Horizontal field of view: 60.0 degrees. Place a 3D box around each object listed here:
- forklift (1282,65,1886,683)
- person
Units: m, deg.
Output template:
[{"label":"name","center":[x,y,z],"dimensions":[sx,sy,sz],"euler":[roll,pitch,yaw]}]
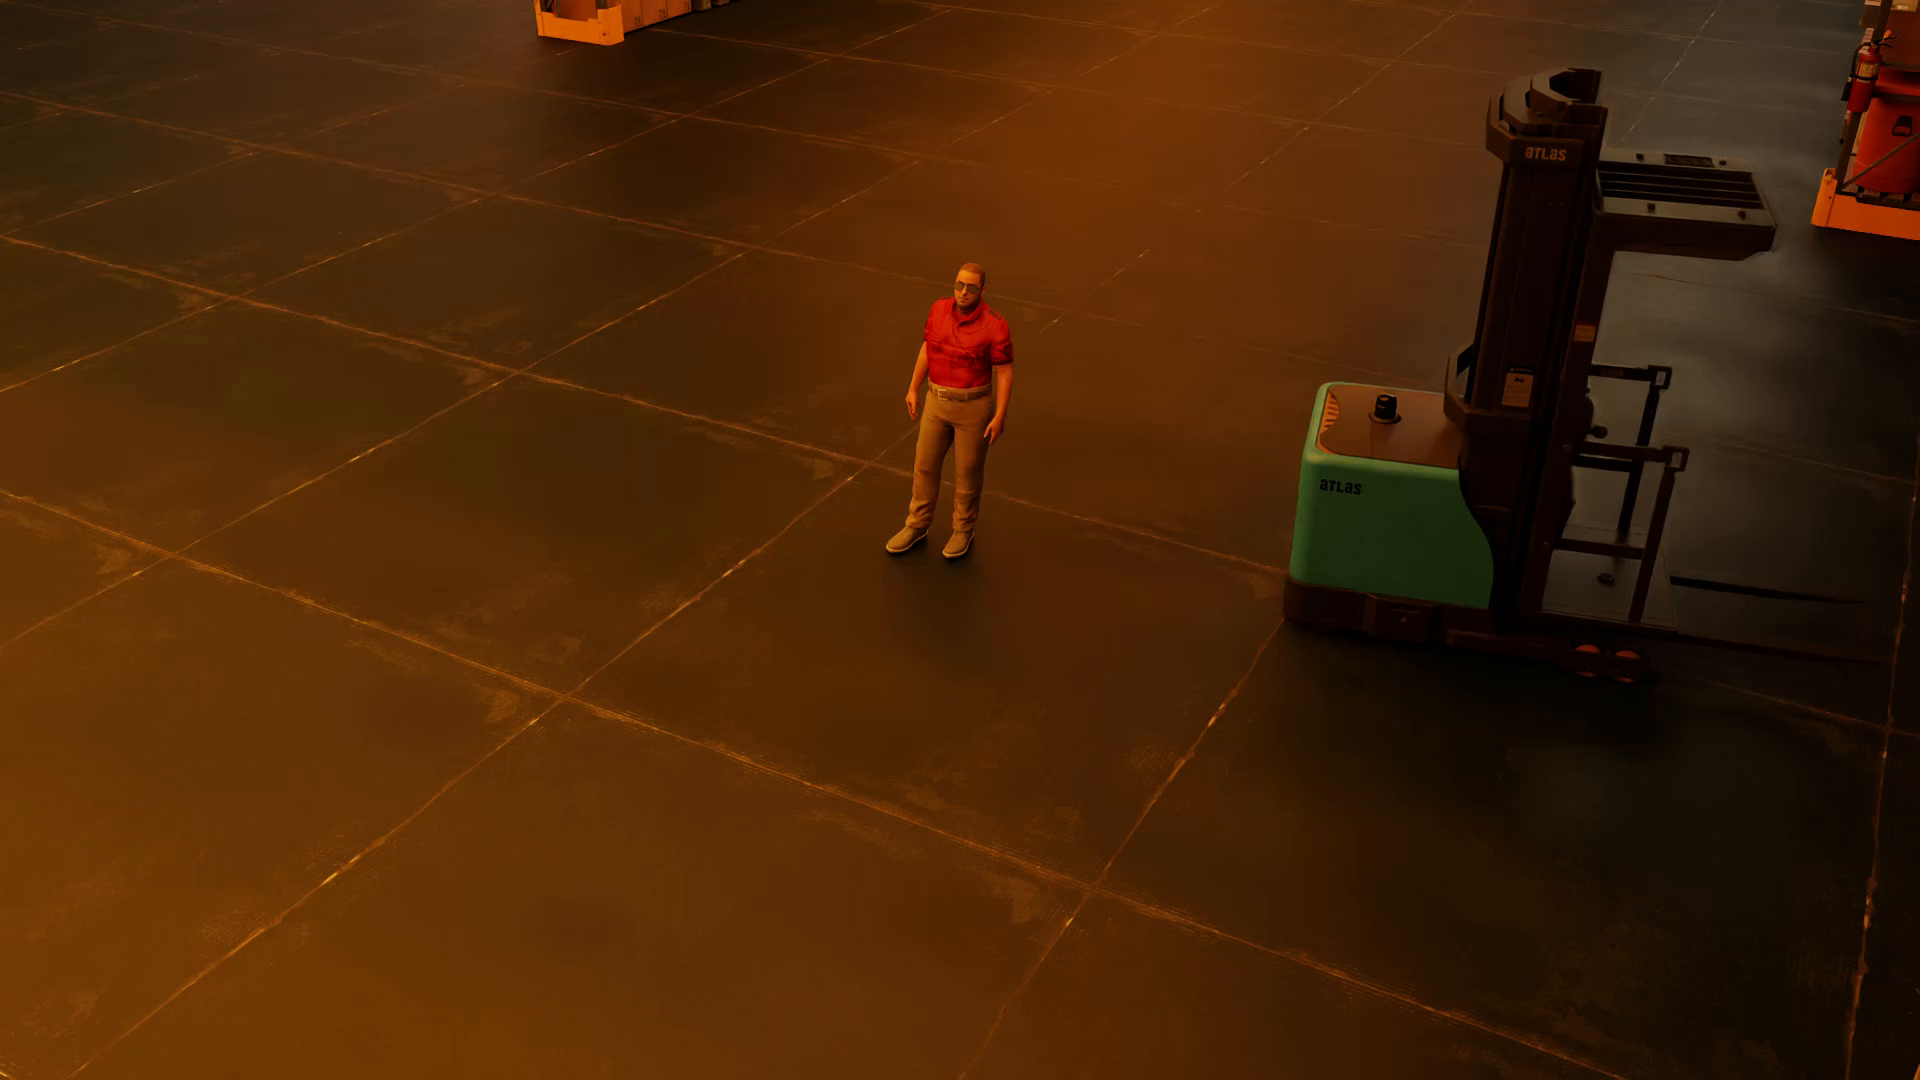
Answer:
[{"label":"forklift","center":[3.354,-0.819,8.489],"dimensions":[3.031,2.935,1.130],"euler":[8,31,14]},{"label":"person","center":[-0.054,-0.719,9.503],"dimensions":[0.641,1.728,0.550],"euler":[15,33,25]}]
